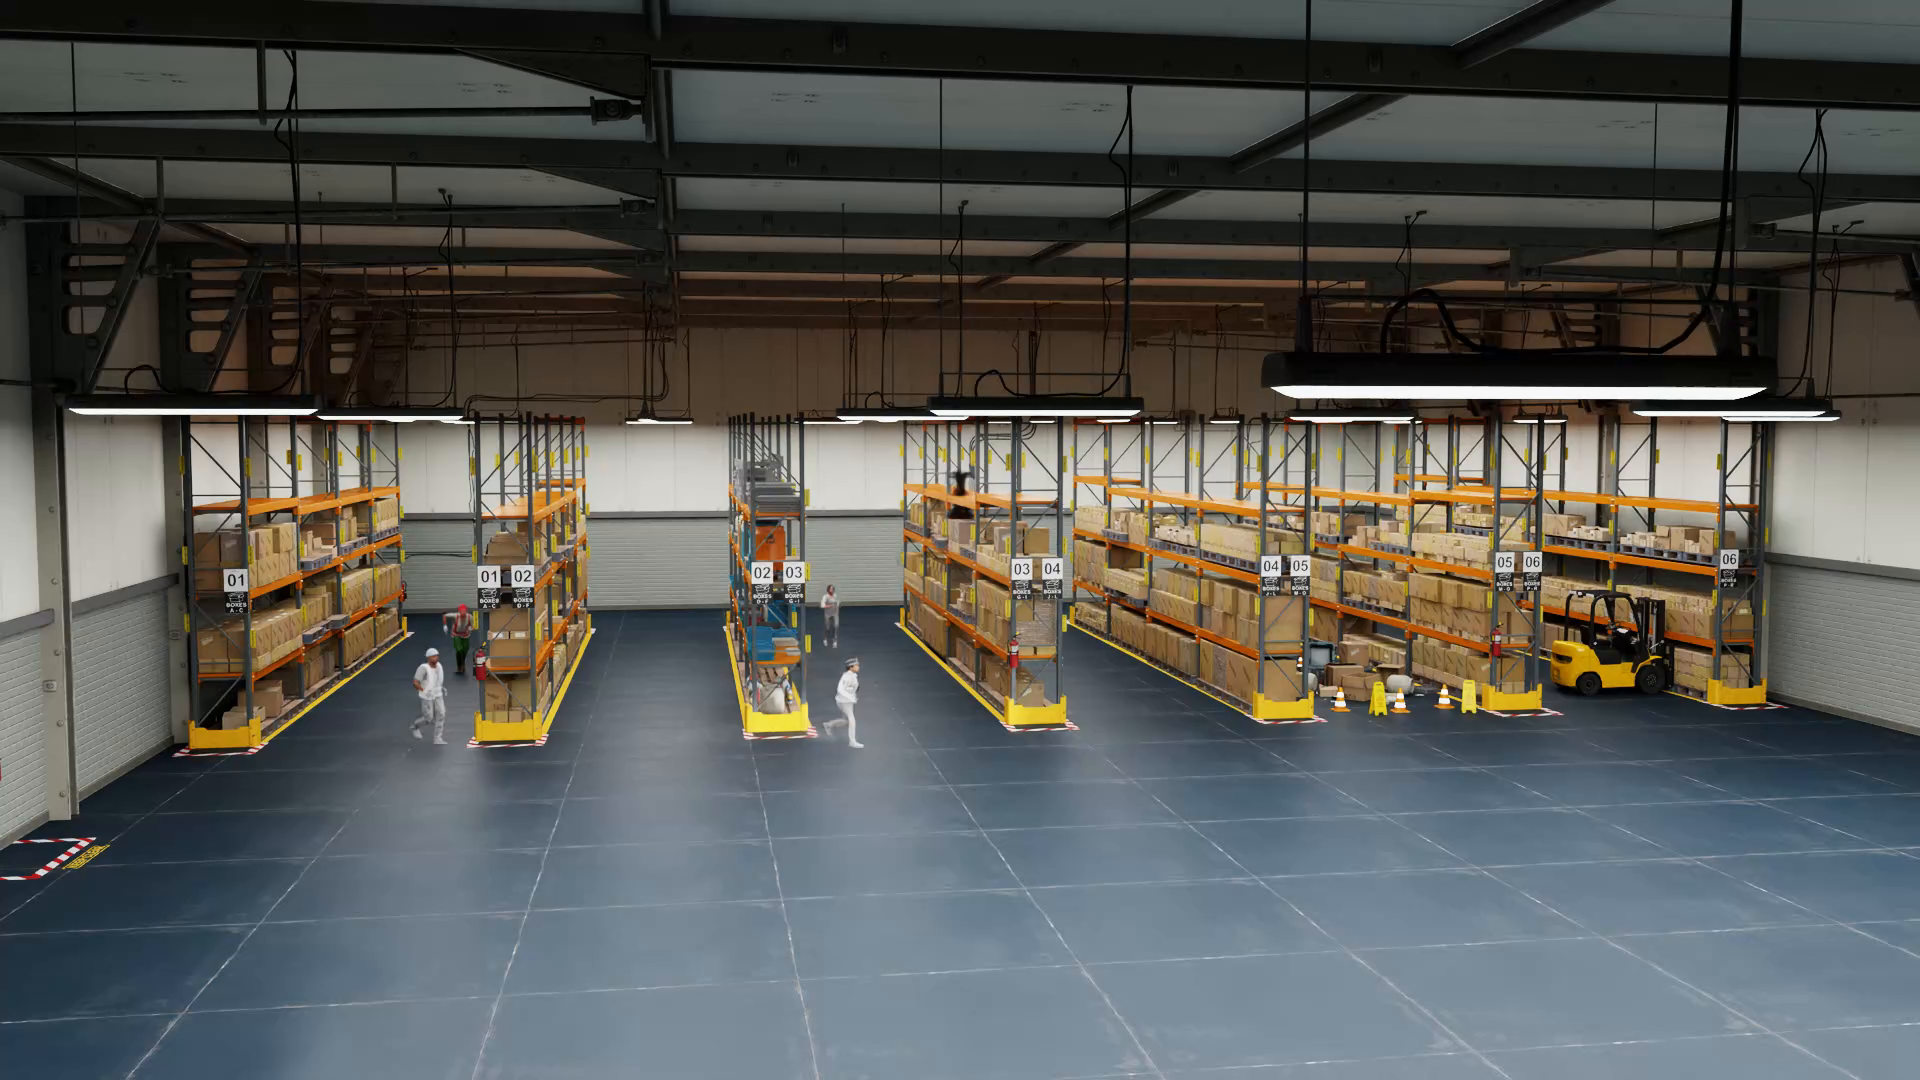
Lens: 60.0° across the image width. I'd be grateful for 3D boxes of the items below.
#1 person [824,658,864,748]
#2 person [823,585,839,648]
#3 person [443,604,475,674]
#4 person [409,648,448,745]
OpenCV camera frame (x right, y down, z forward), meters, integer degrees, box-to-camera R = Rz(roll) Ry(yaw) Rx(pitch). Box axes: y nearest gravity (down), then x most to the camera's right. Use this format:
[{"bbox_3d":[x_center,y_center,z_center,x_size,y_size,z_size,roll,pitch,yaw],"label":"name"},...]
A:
[{"bbox_3d":[-2.114,2.899,29.673,0.744,1.646,0.604,2,4,24],"label":"person"},{"bbox_3d":[-3.233,1.884,41.467,0.486,1.558,0.861,-1,4,-19],"label":"person"},{"bbox_3d":[-11.594,2.288,38.530,0.714,1.651,0.945,-2,4,-24],"label":"person"},{"bbox_3d":[-9.566,2.816,29.924,0.848,1.750,0.698,2,5,31],"label":"person"}]
